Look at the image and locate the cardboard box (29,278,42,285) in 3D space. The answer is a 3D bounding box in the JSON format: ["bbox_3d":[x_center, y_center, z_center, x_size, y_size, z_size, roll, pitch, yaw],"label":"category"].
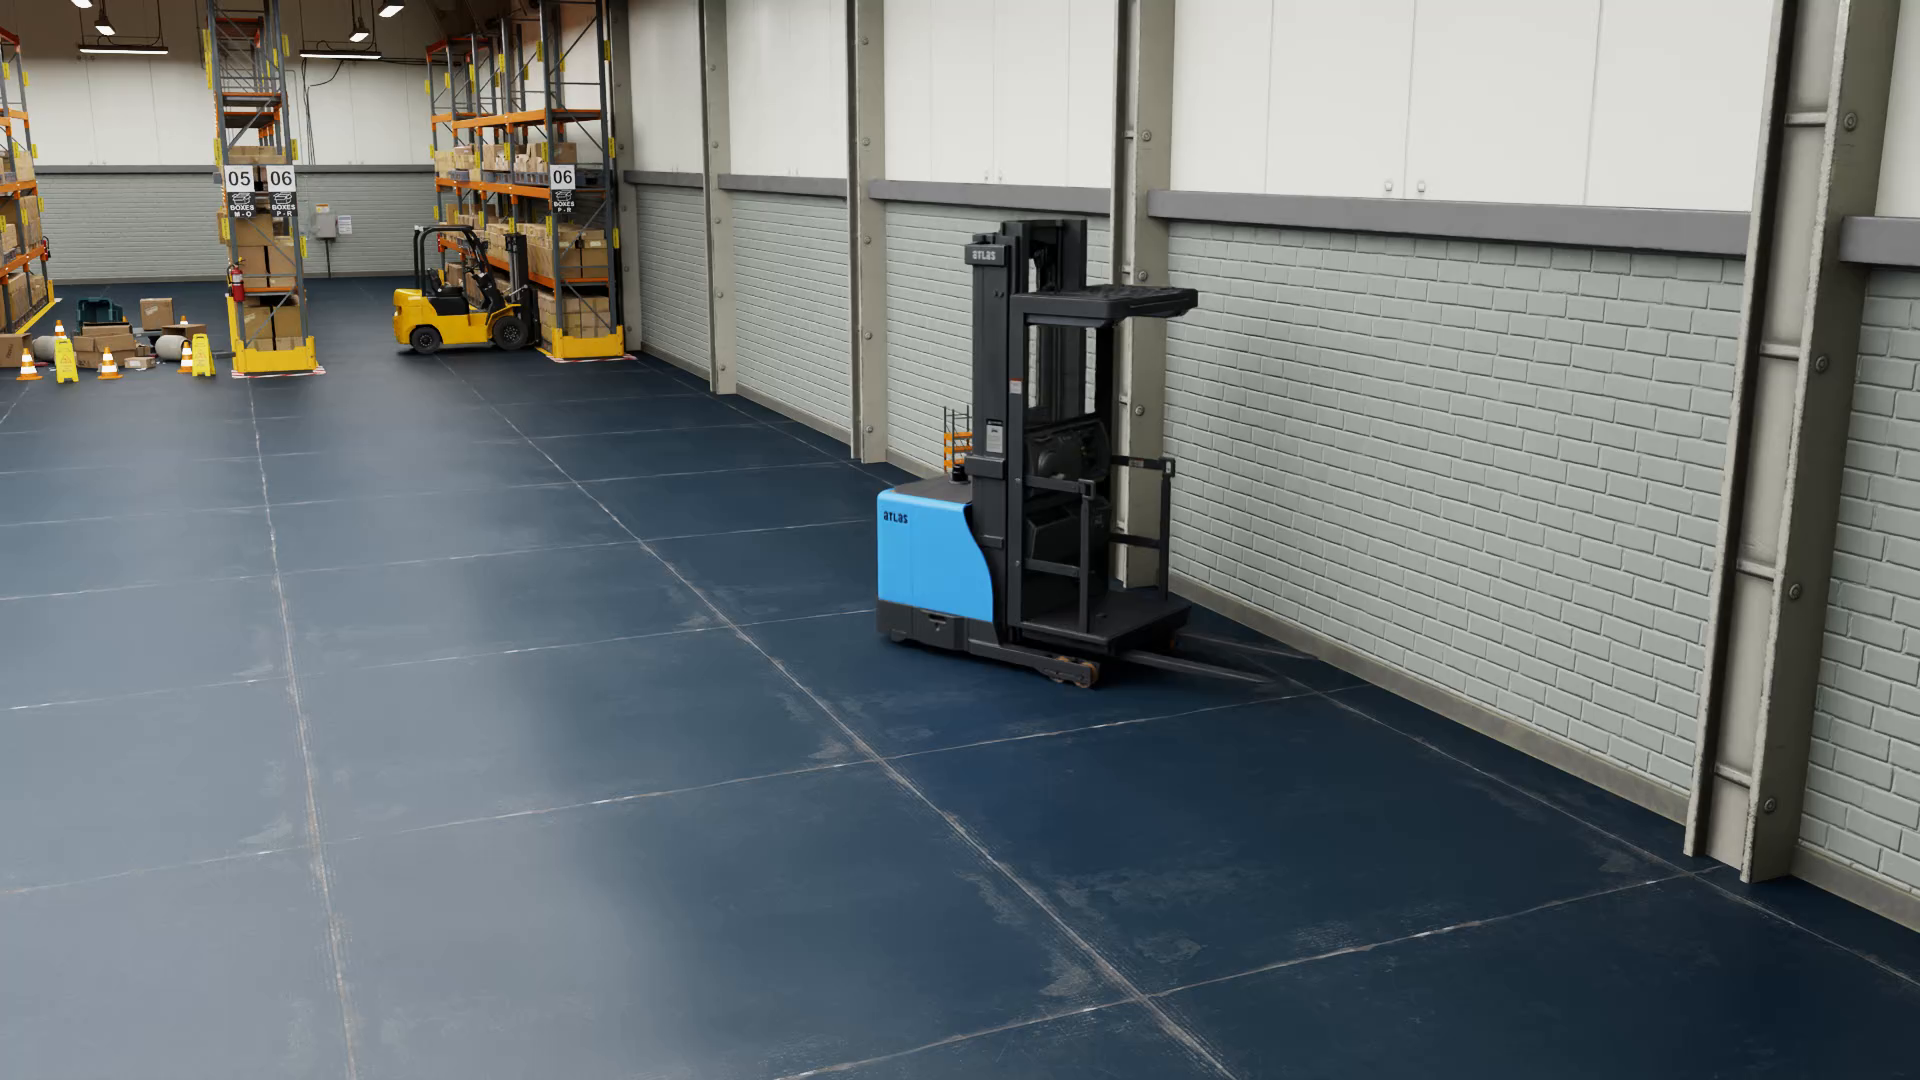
[{"bbox_3d":[-20.908,-5.824,37.454,0.380,0.149,0.250,-5,14,-21],"label":"cardboard box"}]

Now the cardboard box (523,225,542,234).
[{"bbox_3d":[-7.814,-5.709,30.563,0.380,0.149,0.250,-5,14,-22],"label":"cardboard box"}]

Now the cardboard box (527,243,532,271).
[{"bbox_3d":[-7.610,-5.175,30.354,0.500,0.500,0.500,-6,14,-24],"label":"cardboard box"}]

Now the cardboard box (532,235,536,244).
[{"bbox_3d":[-7.489,-5.406,29.914,0.380,0.149,0.250,-6,14,-24],"label":"cardboard box"}]

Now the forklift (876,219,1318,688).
[{"bbox_3d":[0.888,-0.606,10.988,3.031,2.935,1.130,10,16,36],"label":"forklift"}]

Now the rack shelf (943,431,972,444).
[{"bbox_3d":[0.006,-0.889,14.650,0.258,0.103,0.180,-6,14,-23],"label":"rack shelf"}]

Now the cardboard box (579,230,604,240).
[{"bbox_3d":[-6.313,-5.224,28.468,0.380,0.149,0.250,-6,14,-24],"label":"cardboard box"}]

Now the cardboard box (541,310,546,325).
[{"bbox_3d":[-7.047,-3.911,29.174,0.500,0.250,0.500,-6,14,-24],"label":"cardboard box"}]

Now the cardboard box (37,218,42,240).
[{"bbox_3d":[-21.409,-7.138,38.178,0.500,0.500,0.500,-5,14,-22],"label":"cardboard box"}]

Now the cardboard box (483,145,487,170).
[{"bbox_3d":[-9.512,-7.870,34.194,0.500,0.500,0.500,-5,14,-22],"label":"cardboard box"}]

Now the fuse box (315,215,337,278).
[{"bbox_3d":[-17.627,-8.177,46.404,0.539,1.711,0.414,-6,14,-23],"label":"fuse box"}]

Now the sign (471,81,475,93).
[{"bbox_3d":[-12.267,-11.432,41.884,0.100,0.325,0.005,-6,14,-23],"label":"sign"}]

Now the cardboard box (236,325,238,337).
[{"bbox_3d":[-12.534,-3.722,29.464,0.500,0.250,0.500,-6,14,-26],"label":"cardboard box"}]

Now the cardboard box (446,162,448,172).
[{"bbox_3d":[-12.016,-8.928,39.815,0.500,0.250,0.500,-5,14,-22],"label":"cardboard box"}]

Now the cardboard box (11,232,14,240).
[{"bbox_3d":[-19.679,-6.245,34.164,0.380,0.149,0.250,-5,14,-21],"label":"cardboard box"}]

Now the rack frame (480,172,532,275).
[{"bbox_3d":[-9.579,-6.278,35.344,1.000,3.000,0.127,-6,14,-23],"label":"rack frame"}]

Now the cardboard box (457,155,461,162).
[{"bbox_3d":[-11.101,-8.585,37.402,0.380,0.149,0.250,-6,14,-24],"label":"cardboard box"}]

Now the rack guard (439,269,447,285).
[{"bbox_3d":[-12.753,-6.698,42.700,1.175,0.500,0.348,-6,14,-23],"label":"rack guard"}]

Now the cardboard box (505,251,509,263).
[{"bbox_3d":[-8.624,-5.563,32.585,0.500,0.250,0.500,-6,14,-23],"label":"cardboard box"}]

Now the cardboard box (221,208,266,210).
[{"bbox_3d":[-12.361,-5.466,28.734,0.700,0.500,0.500,-6,14,-23],"label":"cardboard box"}]

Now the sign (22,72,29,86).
[{"bbox_3d":[-21.308,-10.515,37.922,0.100,0.325,0.005,-6,14,-23],"label":"sign"}]

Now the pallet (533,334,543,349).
[{"bbox_3d":[-7.204,-3.673,30.271,1.003,0.211,1.213,-6,14,-23],"label":"pallet"}]

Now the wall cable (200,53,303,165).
[{"bbox_3d":[-19.176,-11.622,45.128,2.355,3.000,0.029,-6,14,-23],"label":"wall cable"}]

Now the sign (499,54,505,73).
[{"bbox_3d":[-8.469,-8.817,30.761,0.100,0.325,0.005,-6,14,-23],"label":"sign"}]

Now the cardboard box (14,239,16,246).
[{"bbox_3d":[-19.777,-6.152,34.425,0.380,0.149,0.250,-6,14,-23],"label":"cardboard box"}]

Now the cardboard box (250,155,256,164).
[{"bbox_3d":[-11.740,-6.220,27.227,0.380,0.149,0.250,-6,14,-25],"label":"cardboard box"}]

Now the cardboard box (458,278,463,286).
[{"bbox_3d":[-11.816,-6.140,39.877,0.396,0.266,0.258,-5,14,-21],"label":"cardboard box"}]

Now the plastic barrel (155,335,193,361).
[{"bbox_3d":[-13.135,-3.211,27.806,0.512,0.421,0.421,4,14,16],"label":"plastic barrel"}]

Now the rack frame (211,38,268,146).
[{"bbox_3d":[-15.728,-9.578,36.298,1.000,3.000,0.127,-6,14,-23],"label":"rack frame"}]

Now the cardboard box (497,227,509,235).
[{"bbox_3d":[-9.033,-6.176,33.243,0.380,0.149,0.250,-6,14,-24],"label":"cardboard box"}]

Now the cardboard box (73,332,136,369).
[{"bbox_3d":[-13.944,-3.094,27.124,0.637,0.503,0.797,6,14,26],"label":"cardboard box"}]

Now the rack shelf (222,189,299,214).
[{"bbox_3d":[-11.722,-5.700,27.791,1.077,0.370,4.000,-6,14,-23],"label":"rack shelf"}]

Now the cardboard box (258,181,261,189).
[{"bbox_3d":[-11.585,-5.976,27.943,0.380,0.149,0.250,-6,14,-23],"label":"cardboard box"}]

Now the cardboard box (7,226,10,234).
[{"bbox_3d":[-19.472,-6.280,33.658,0.380,0.149,0.250,-6,14,-25],"label":"cardboard box"}]

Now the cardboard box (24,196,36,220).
[{"bbox_3d":[-20.994,-7.411,37.141,0.500,0.500,0.500,-5,14,-20],"label":"cardboard box"}]

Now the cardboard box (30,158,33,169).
[{"bbox_3d":[-21.407,-8.574,37.834,0.500,0.250,0.500,-6,14,-25],"label":"cardboard box"}]

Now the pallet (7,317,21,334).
[{"bbox_3d":[-18.932,-4.164,32.394,1.003,0.211,1.213,-6,14,-23],"label":"pallet"}]

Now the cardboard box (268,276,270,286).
[{"bbox_3d":[-10.981,-4.194,26.895,0.380,0.149,0.250,-5,14,-22],"label":"cardboard box"}]

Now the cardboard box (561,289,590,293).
[{"bbox_3d":[-6.986,-4.408,30.211,0.500,0.250,0.500,-6,14,-24],"label":"cardboard box"}]

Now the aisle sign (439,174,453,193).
[{"bbox_3d":[-13.080,-9.185,42.139,0.394,0.787,0.004,-6,14,-23],"label":"aisle sign"}]

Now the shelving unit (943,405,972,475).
[{"bbox_3d":[0.006,-0.582,14.722,0.258,1.200,0.189,-6,14,-23],"label":"shelving unit"}]

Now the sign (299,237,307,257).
[{"bbox_3d":[-10.424,-4.647,26.377,0.100,0.325,0.005,-6,14,-23],"label":"sign"}]

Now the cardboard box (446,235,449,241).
[{"bbox_3d":[-12.433,-7.445,40.944,0.380,0.149,0.250,-6,14,-25],"label":"cardboard box"}]

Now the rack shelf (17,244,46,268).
[{"bbox_3d":[-21.024,-6.250,36.819,1.077,0.370,4.000,-6,14,-23],"label":"rack shelf"}]

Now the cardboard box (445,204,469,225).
[{"bbox_3d":[-12.247,-7.940,40.535,0.500,0.500,0.500,-5,14,-22],"label":"cardboard box"}]

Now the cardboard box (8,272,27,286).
[{"bbox_3d":[-19.693,-5.409,34.536,0.500,0.250,0.500,-6,14,-24],"label":"cardboard box"}]

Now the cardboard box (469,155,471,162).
[{"bbox_3d":[-10.507,-8.318,36.294,0.380,0.149,0.250,-6,14,-23],"label":"cardboard box"}]

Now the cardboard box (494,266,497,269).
[{"bbox_3d":[-10.554,-6.254,38.414,0.380,0.149,0.250,-5,14,-22],"label":"cardboard box"}]

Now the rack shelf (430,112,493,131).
[{"bbox_3d":[-11.982,-10.089,40.105,1.077,0.370,4.000,-6,14,-23],"label":"rack shelf"}]

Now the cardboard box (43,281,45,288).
[{"bbox_3d":[-21.352,-5.891,38.404,0.380,0.149,0.250,-6,14,-24],"label":"cardboard box"}]
